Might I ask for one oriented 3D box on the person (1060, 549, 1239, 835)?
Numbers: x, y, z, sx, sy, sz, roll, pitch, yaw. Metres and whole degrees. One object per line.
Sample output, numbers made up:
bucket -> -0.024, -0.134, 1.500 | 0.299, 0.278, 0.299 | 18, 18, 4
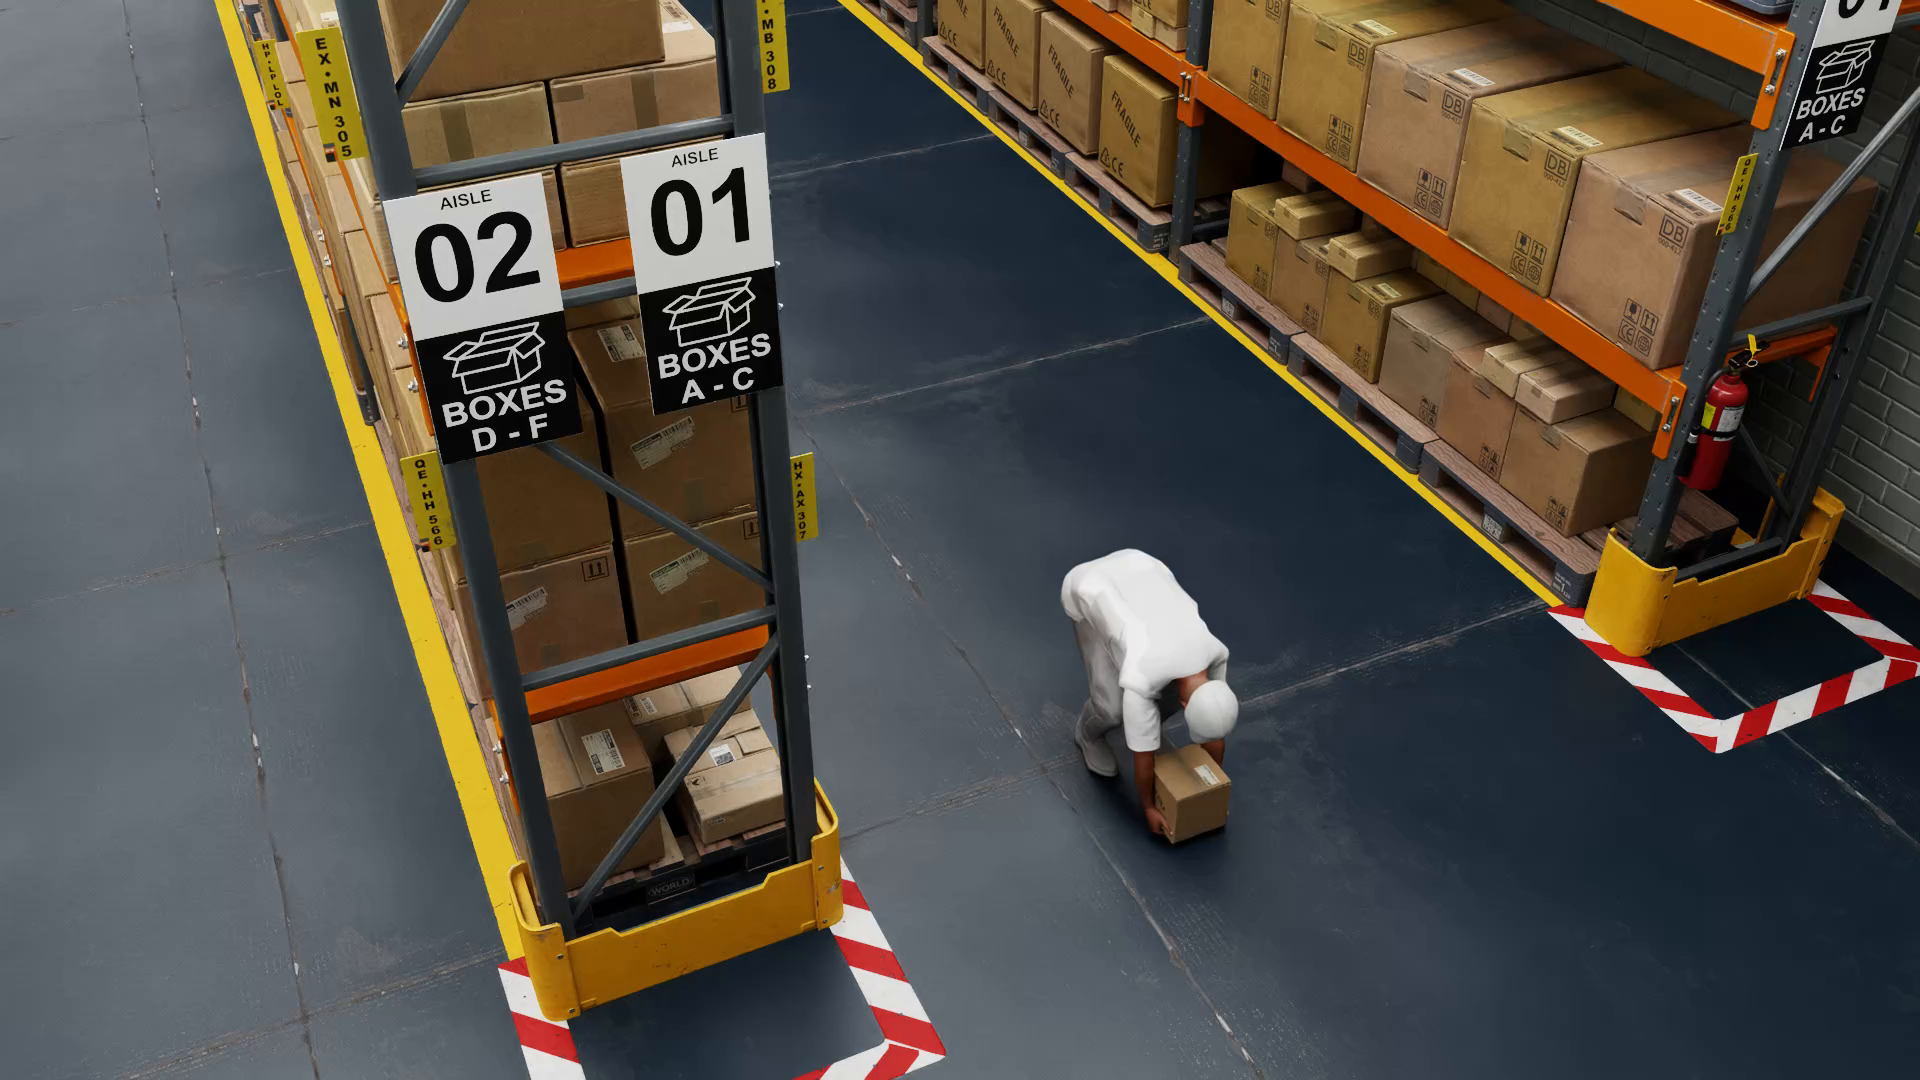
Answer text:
person -> 0.784, 0.601, 6.712 | 0.502, 0.952, 0.973 | -18, 40, -22
